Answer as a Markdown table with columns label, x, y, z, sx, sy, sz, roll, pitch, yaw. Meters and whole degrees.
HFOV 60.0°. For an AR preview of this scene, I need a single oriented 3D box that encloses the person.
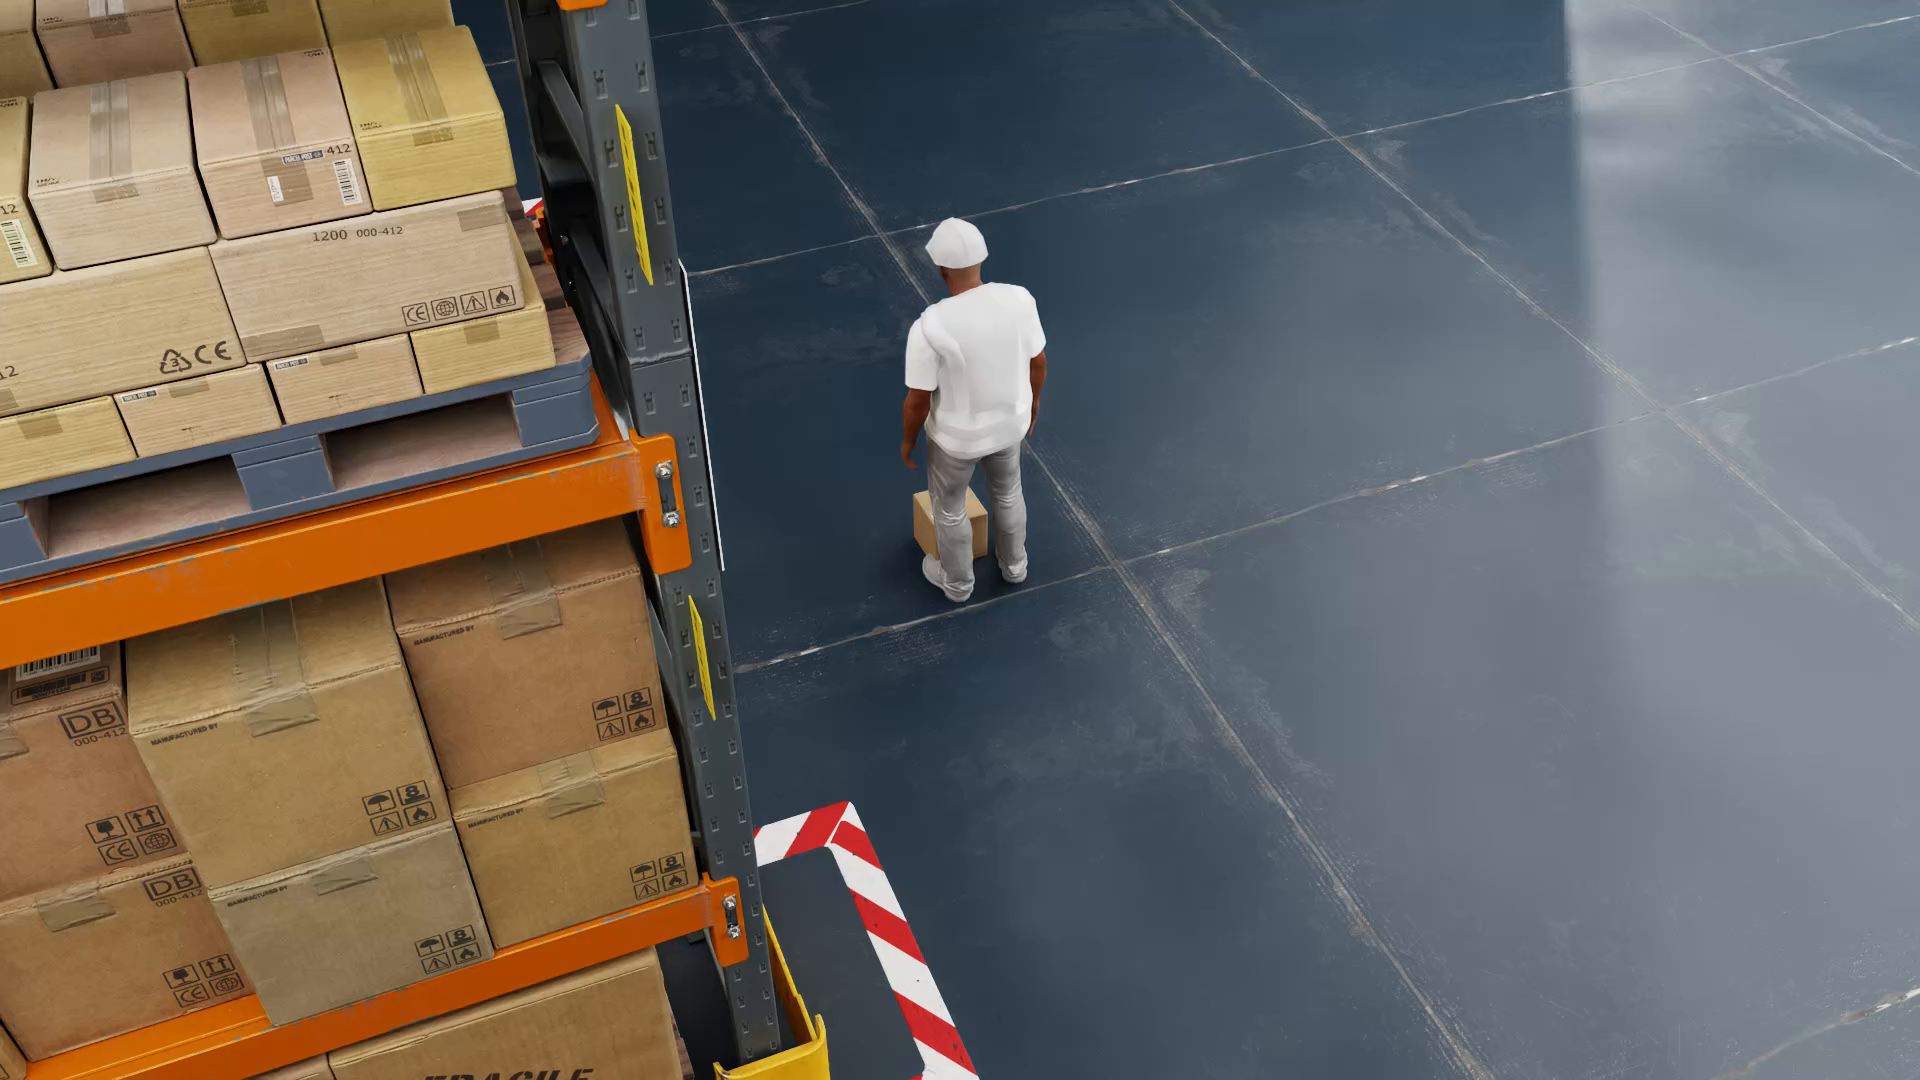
| label | x | y | z | sx | sy | sz | roll | pitch | yaw |
| --- | --- | --- | --- | --- | --- | --- | --- | --- | --- |
| person | 0.061 | -0.494 | 6.703 | 0.630 | 1.761 | 0.458 | -17 | 44 | -18 |
